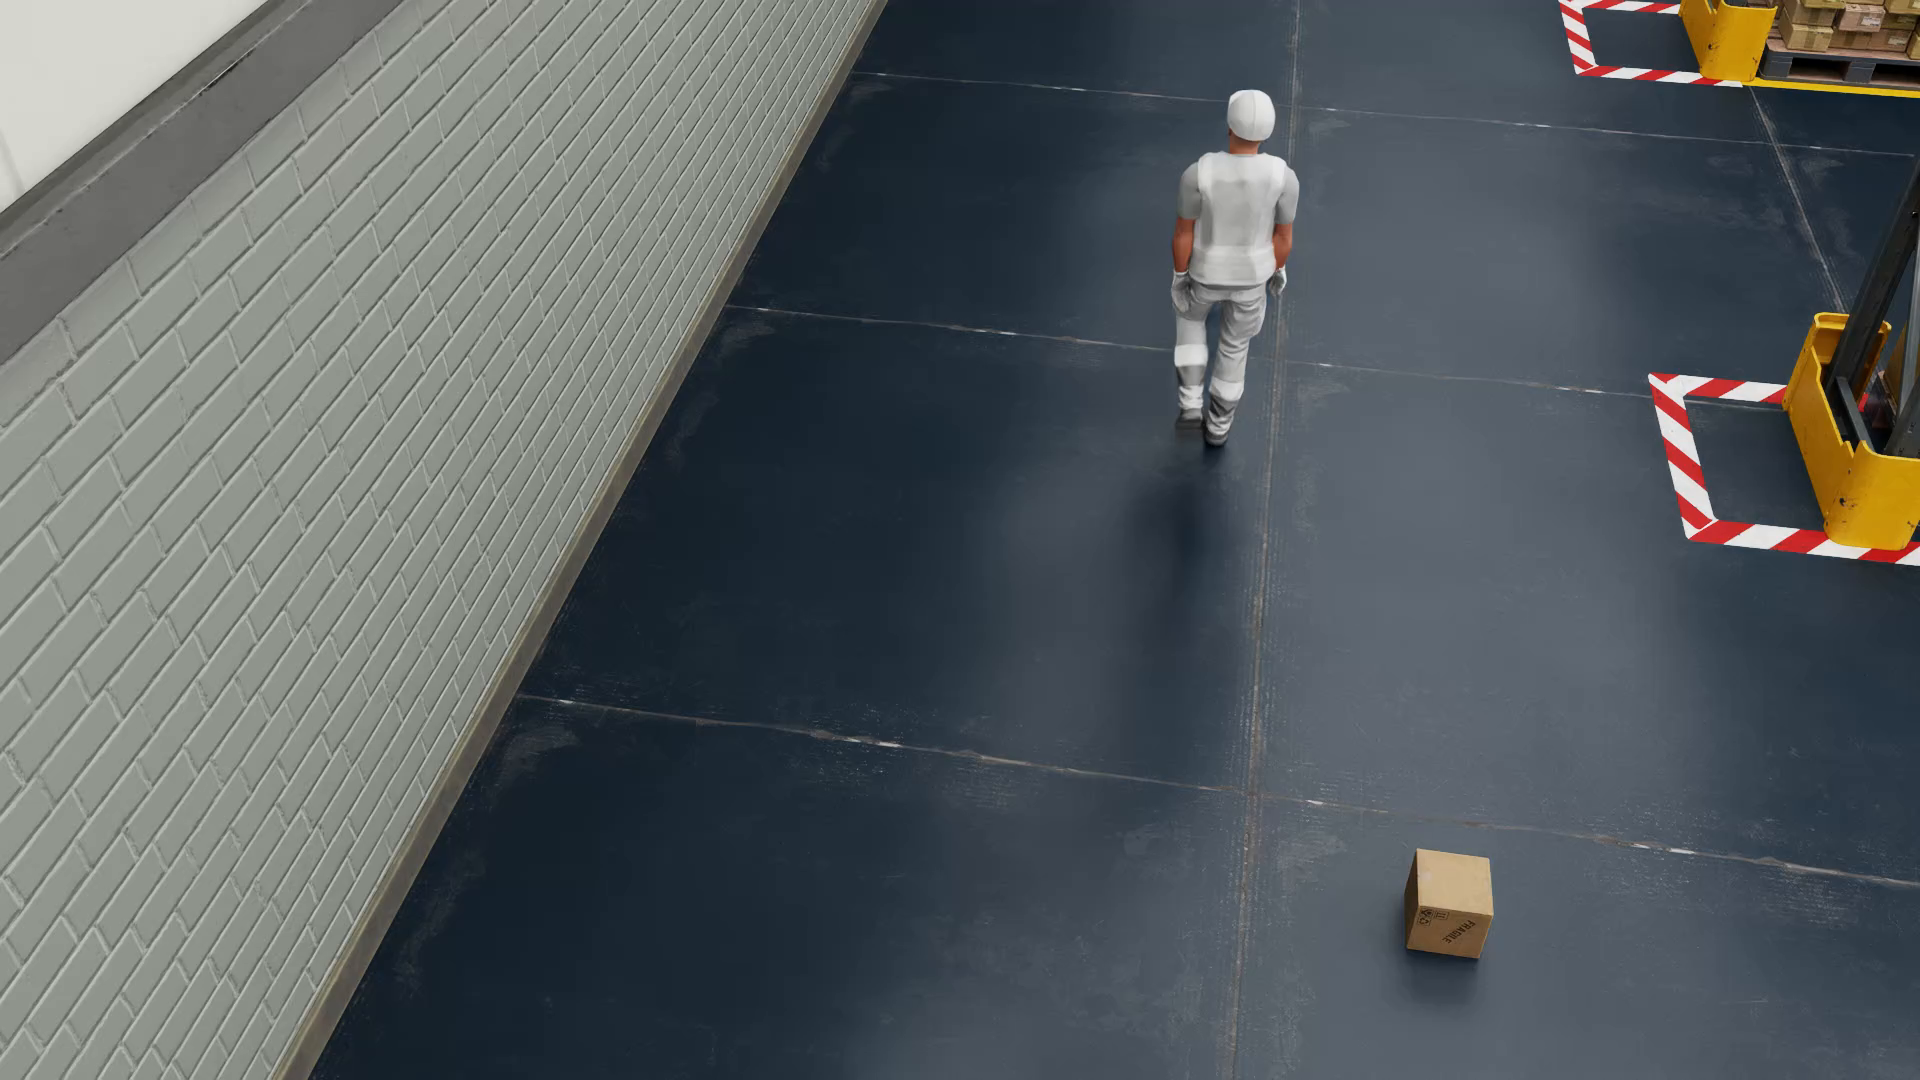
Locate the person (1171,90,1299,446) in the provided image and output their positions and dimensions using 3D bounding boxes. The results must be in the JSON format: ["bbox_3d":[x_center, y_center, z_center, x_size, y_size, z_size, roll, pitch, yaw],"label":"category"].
[{"bbox_3d":[1.222,-1.231,7.562,0.533,1.795,0.448,5,40,6],"label":"person"}]
